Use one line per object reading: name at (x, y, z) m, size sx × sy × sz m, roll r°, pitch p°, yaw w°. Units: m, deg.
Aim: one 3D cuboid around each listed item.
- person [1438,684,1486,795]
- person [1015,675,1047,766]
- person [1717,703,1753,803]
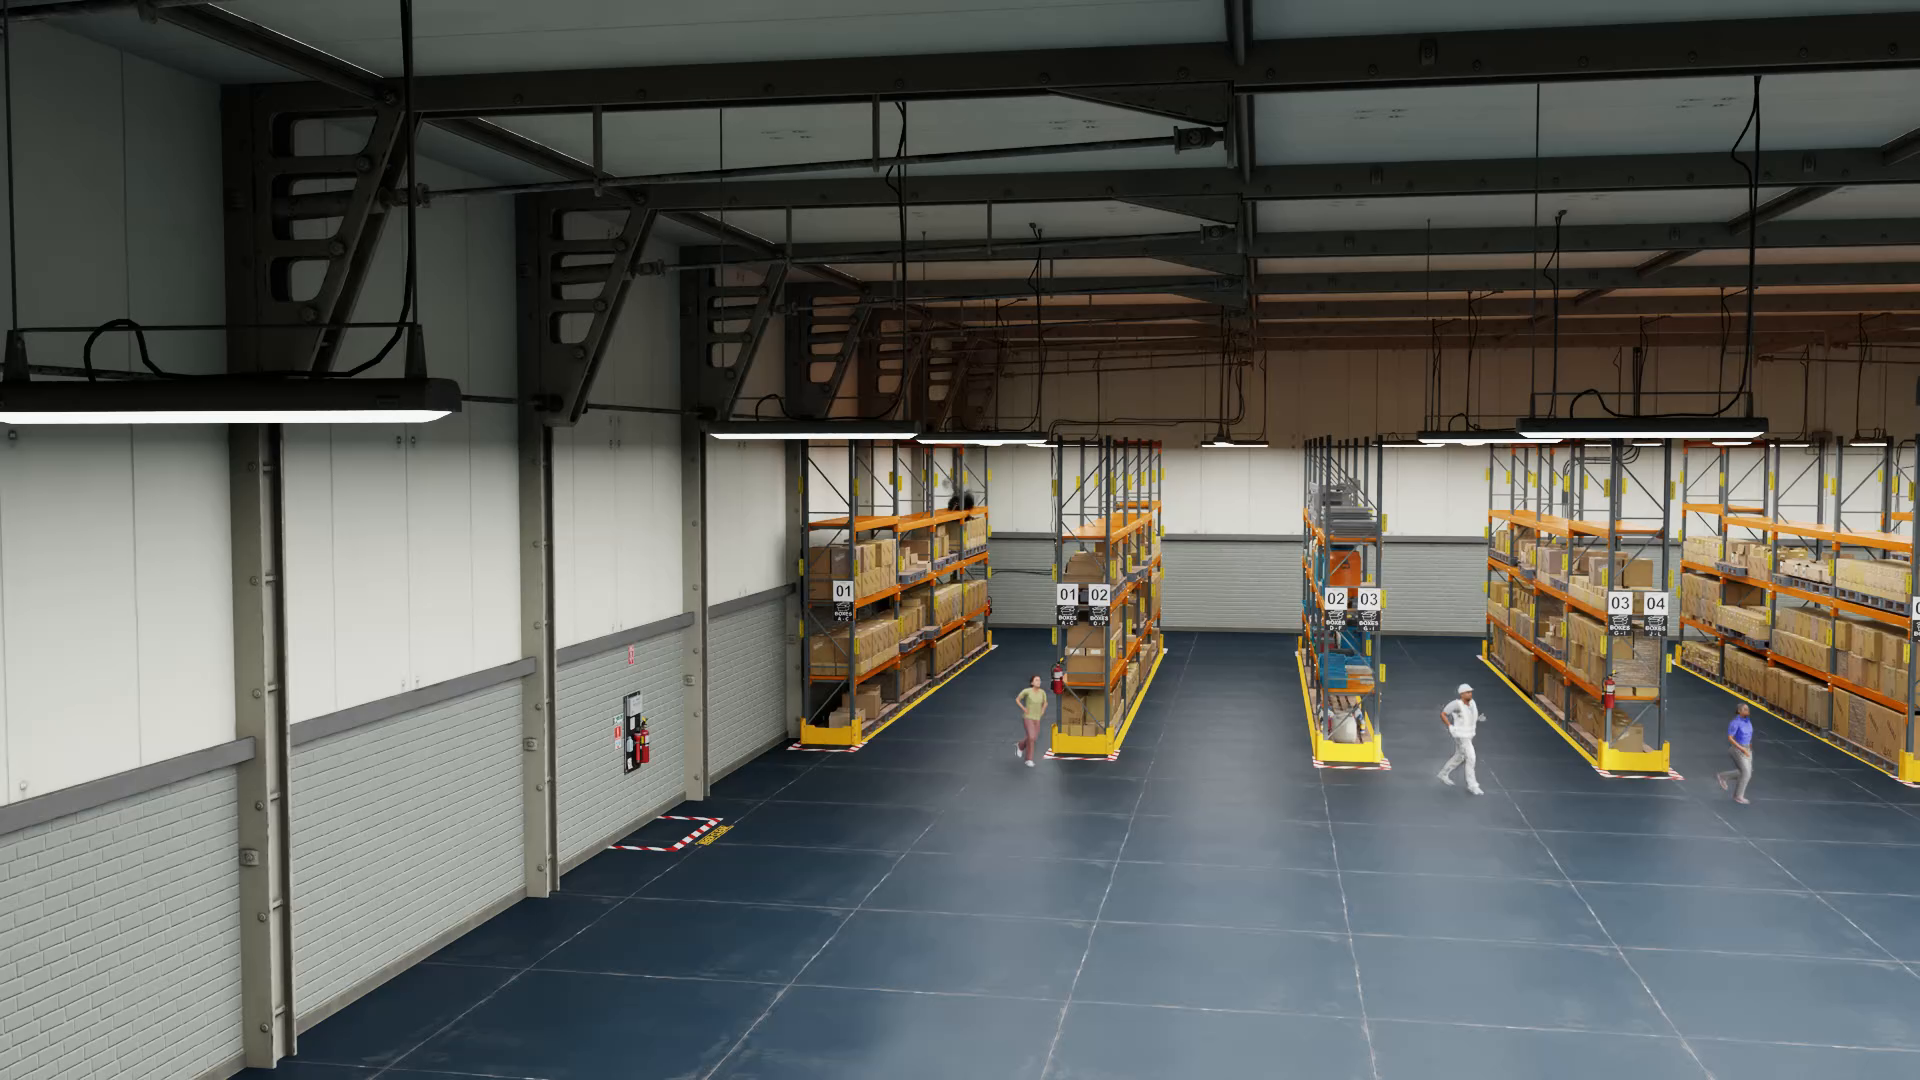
person at (8.453, 3.316, 27.933) m, size 0.887 × 1.824 × 0.656 m, roll 3°, pitch 4°, yaw 44°
person at (1.316, 3.276, 30.496) m, size 0.619 × 1.635 × 0.722 m, roll -1°, pitch 3°, yaw -23°
person at (12.665, 3.457, 27.147) m, size 0.586 × 1.640 × 0.629 m, roll -2°, pitch 4°, yaw -37°
